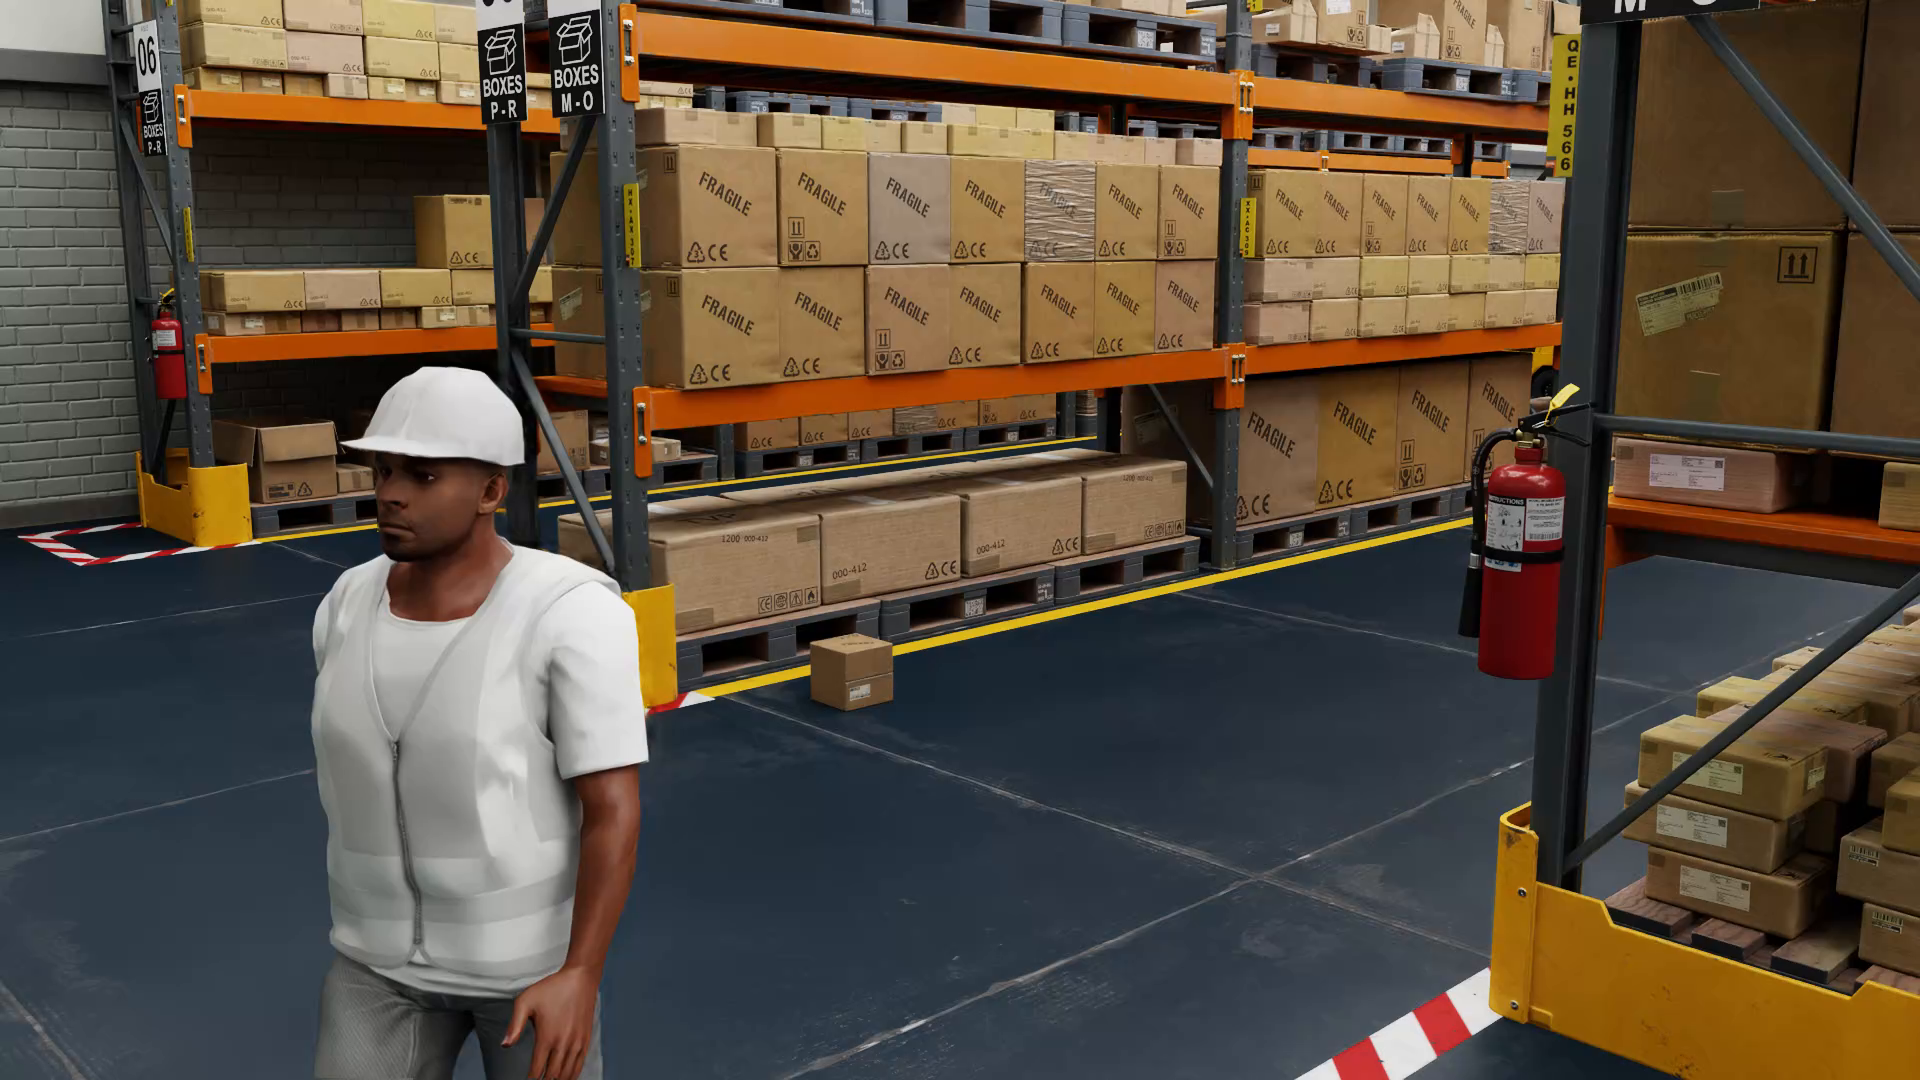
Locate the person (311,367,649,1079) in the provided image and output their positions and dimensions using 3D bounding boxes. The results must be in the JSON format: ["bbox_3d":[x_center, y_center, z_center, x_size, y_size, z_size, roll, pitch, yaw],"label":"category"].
[{"bbox_3d":[-0.756,0.612,2.429,0.589,1.712,0.990,2,11,12],"label":"person"}]
